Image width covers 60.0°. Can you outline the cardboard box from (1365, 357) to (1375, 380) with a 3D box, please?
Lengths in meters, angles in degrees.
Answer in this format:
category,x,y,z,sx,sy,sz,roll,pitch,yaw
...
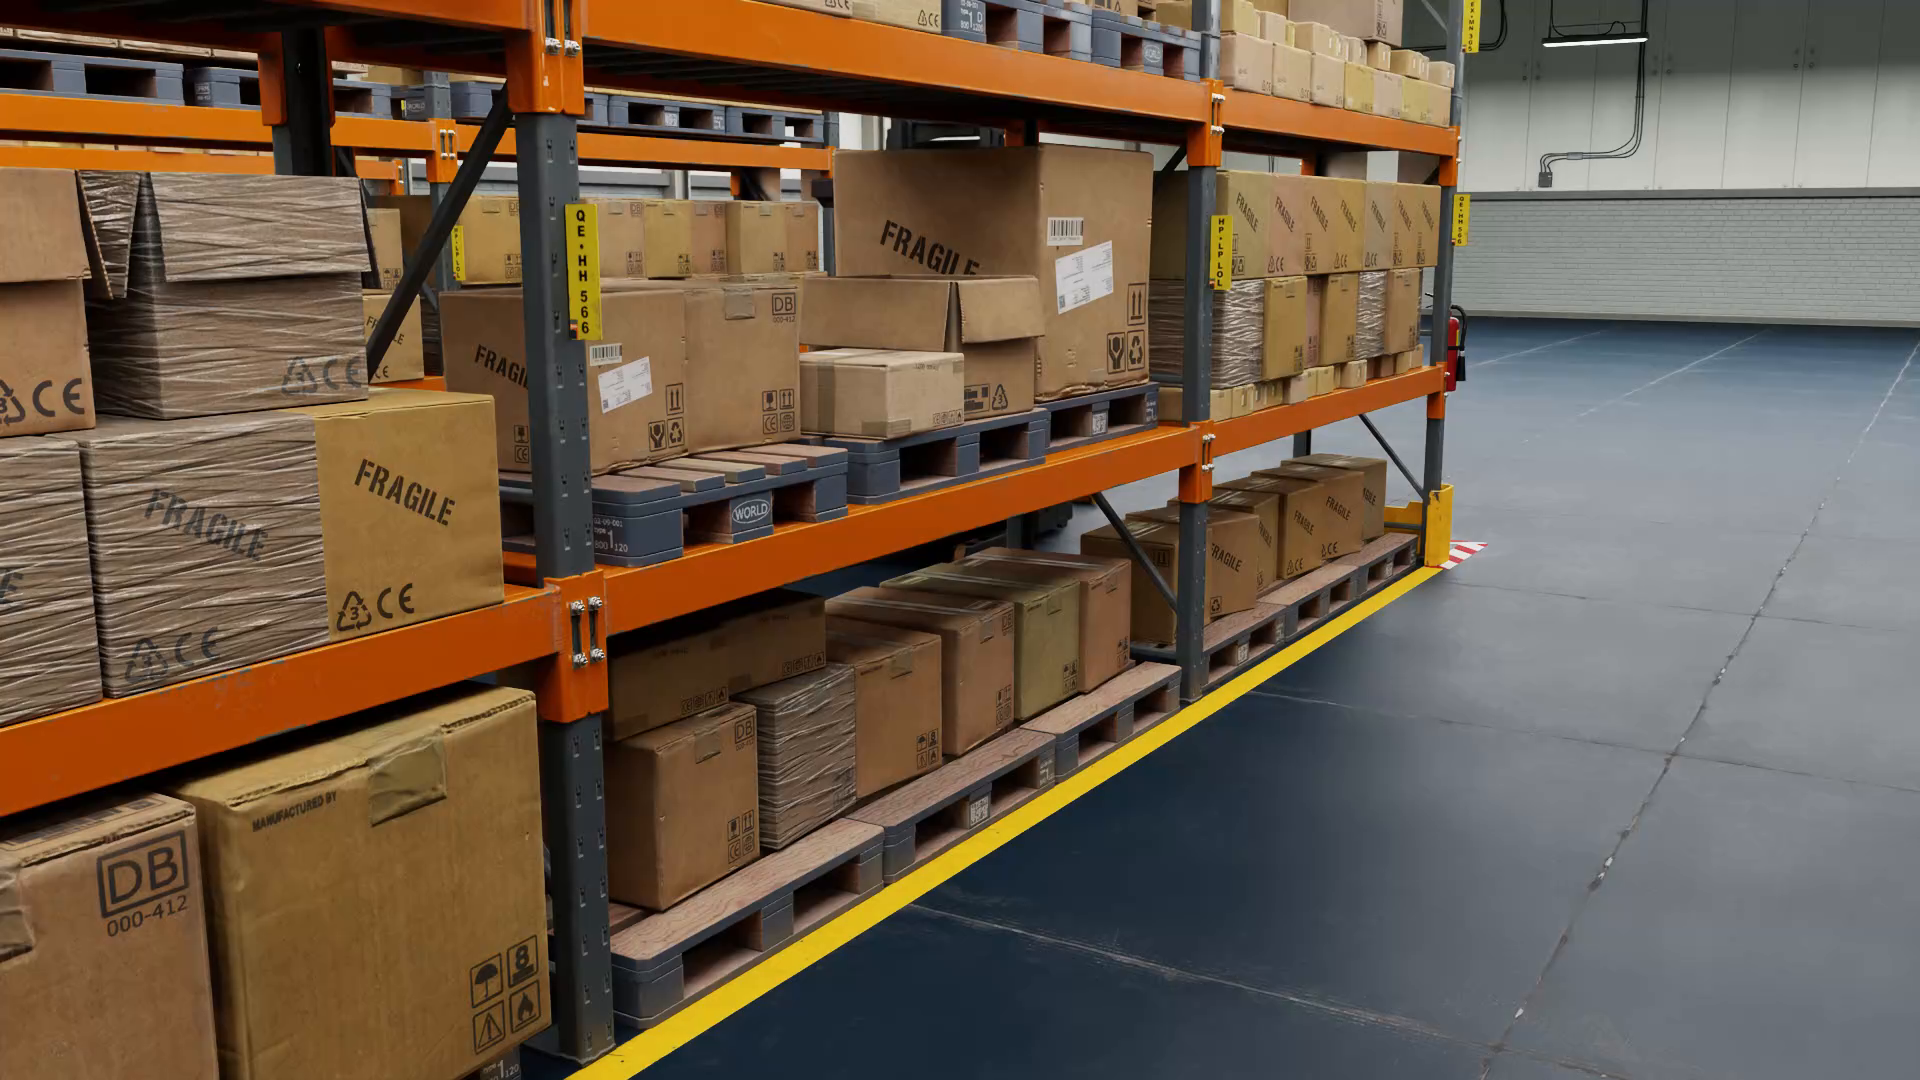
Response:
category,x,y,z,sx,sy,sz,roll,pitch,yaw
cardboard box,2.267,-1.047,9.991,0.380,0.149,0.250,6,12,31

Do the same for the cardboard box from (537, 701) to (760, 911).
category,x,y,z,sx,sy,sz,roll,pitch,yaw
cardboard box,-1.060,0.772,5.191,0.700,0.500,0.500,6,12,28

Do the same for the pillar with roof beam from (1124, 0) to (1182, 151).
category,x,y,z,sx,sy,sz,roll,pitch,yaw
pillar with roof beam,8.172,-10.044,41.065,9.100,9.000,0.548,6,12,31

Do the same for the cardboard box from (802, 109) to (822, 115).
category,x,y,z,sx,sy,sz,roll,pitch,yaw
cardboard box,-1.307,-3.403,13.013,0.380,0.149,0.250,6,12,31

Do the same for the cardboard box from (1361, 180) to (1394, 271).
category,x,y,z,sx,sy,sz,roll,pitch,yaw
cardboard box,2.172,-1.811,9.591,0.500,0.500,0.500,6,12,31

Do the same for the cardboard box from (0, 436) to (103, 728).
category,x,y,z,sx,sy,sz,roll,pitch,yaw
cardboard box,-1.966,0.079,3.025,0.500,0.500,0.500,6,12,29

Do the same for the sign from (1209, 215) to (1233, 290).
category,x,y,z,sx,sy,sz,roll,pitch,yaw
sign,1.162,-1.279,7.402,0.100,0.325,0.005,6,12,31

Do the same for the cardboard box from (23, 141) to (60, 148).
category,x,y,z,sx,sy,sz,roll,pitch,yaw
cardboard box,-7.226,-3.121,12.920,0.380,0.149,0.250,6,12,31

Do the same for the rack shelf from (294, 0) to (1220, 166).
category,x,y,z,sx,sy,sz,roll,pitch,yaw
rack shelf,-0.352,-1.569,5.899,1.077,0.370,4.000,6,12,31

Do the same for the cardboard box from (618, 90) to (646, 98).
category,x,y,z,sx,sy,sz,roll,pitch,yaw
cardboard box,-2.361,-3.084,11.308,0.380,0.149,0.250,6,12,31

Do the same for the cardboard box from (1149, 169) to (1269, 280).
category,x,y,z,sx,sy,sz,roll,pitch,yaw
cardboard box,1.137,-1.496,7.909,0.500,0.500,0.500,6,12,31

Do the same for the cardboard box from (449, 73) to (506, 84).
category,x,y,z,sx,sy,sz,roll,pitch,yaw
cardboard box,-3.021,-2.883,10.237,0.380,0.149,0.250,6,12,30

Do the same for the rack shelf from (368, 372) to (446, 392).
category,x,y,z,sx,sy,sz,roll,pitch,yaw
rack shelf,-4.539,-0.584,8.791,1.077,0.370,4.000,6,12,31

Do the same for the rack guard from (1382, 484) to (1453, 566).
category,x,y,z,sx,sy,sz,roll,pitch,yaw
rack guard,2.723,-0.151,11.316,1.175,0.500,0.348,6,12,31

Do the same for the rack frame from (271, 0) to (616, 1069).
category,x,y,z,sx,sy,sz,roll,pitch,yaw
rack frame,-1.391,-0.133,4.429,1.000,3.000,0.127,6,12,31

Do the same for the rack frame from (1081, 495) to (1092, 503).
category,x,y,z,sx,sy,sz,roll,pitch,yaw
rack frame,0.869,-1.063,13.470,0.500,1.500,0.032,5,12,27

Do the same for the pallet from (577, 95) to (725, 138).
category,x,y,z,sx,sy,sz,roll,pitch,yaw
pallet,-2.433,-3.002,11.840,1.003,0.211,1.213,6,12,31

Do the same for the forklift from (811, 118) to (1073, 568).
category,x,y,z,sx,sy,sz,roll,pitch,yaw
forklift,-0.286,-1.338,11.053,1.130,2.935,3.031,5,12,27

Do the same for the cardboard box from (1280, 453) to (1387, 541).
category,x,y,z,sx,sy,sz,roll,pitch,yaw
cardboard box,2.424,-0.273,10.825,0.500,0.500,0.500,9,14,41

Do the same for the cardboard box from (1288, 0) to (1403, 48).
category,x,y,z,sx,sy,sz,roll,pitch,yaw
cardboard box,2.174,-3.039,9.360,0.500,0.500,0.500,6,12,31

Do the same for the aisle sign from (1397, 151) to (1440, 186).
category,x,y,z,sx,sy,sz,roll,pitch,yaw
aisle sign,3.051,-2.650,10.809,0.394,0.787,0.004,6,12,31

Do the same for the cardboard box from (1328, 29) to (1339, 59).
category,x,y,z,sx,sy,sz,roll,pitch,yaw
cardboard box,1.763,-2.589,8.721,0.380,0.149,0.250,6,12,30

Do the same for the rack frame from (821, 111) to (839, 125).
category,x,y,z,sx,sy,sz,roll,pitch,yaw
rack frame,-1.424,-4.830,13.213,1.000,3.000,0.127,6,12,31

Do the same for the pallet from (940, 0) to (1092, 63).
category,x,y,z,sx,sy,sz,roll,pitch,yaw
pallet,-0.261,-1.894,6.193,1.213,0.211,1.003,6,12,31

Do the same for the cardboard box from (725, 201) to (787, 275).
category,x,y,z,sx,sy,sz,roll,pitch,yaw
cardboard box,-1.856,-2.336,12.851,0.875,0.550,0.550,6,12,31

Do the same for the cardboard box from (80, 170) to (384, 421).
category,x,y,z,sx,sy,sz,roll,pitch,yaw
cardboard box,-1.784,-0.562,3.721,0.797,0.503,0.637,7,13,33

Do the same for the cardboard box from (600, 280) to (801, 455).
category,x,y,z,sx,sy,sz,roll,pitch,yaw
cardboard box,-0.940,-0.575,5.375,0.700,0.500,0.500,9,14,39

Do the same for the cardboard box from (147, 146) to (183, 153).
category,x,y,z,sx,sy,sz,roll,pitch,yaw
cardboard box,-6.668,-3.280,13.768,0.380,0.149,0.250,6,12,30

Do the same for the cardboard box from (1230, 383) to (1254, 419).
category,x,y,z,sx,sy,sz,roll,pitch,yaw
cardboard box,1.196,-0.682,8.043,0.380,0.149,0.250,6,12,31

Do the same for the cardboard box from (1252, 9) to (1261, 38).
category,x,y,z,sx,sy,sz,roll,pitch,yaw
cardboard box,1.198,-2.429,7.864,0.380,0.149,0.250,6,12,28

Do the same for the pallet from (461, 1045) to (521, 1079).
category,x,y,z,sx,sy,sz,roll,pitch,yaw
pallet,-1.864,1.354,4.062,1.003,0.211,1.213,6,12,31

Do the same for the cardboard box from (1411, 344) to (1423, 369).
category,x,y,z,sx,sy,sz,roll,pitch,yaw
cardboard box,2.791,-1.203,10.828,0.380,0.149,0.250,6,12,31

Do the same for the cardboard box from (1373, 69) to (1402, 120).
category,x,y,z,sx,sy,sz,roll,pitch,yaw
cardboard box,2.200,-2.533,9.505,0.500,0.250,0.500,7,13,32

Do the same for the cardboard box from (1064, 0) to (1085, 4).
category,x,y,z,sx,sy,sz,roll,pitch,yaw
cardboard box,0.284,-2.220,6.646,0.396,0.266,0.258,7,13,33

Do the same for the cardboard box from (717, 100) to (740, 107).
category,x,y,z,sx,sy,sz,roll,pitch,yaw
cardboard box,-1.835,-3.243,12.157,0.380,0.149,0.250,6,12,30

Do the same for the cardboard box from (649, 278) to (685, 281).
category,x,y,z,sx,sy,sz,roll,pitch,yaw
cardboard box,-2.482,-1.640,12.071,0.875,0.550,0.500,6,12,31

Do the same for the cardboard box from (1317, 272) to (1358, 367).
category,x,y,z,sx,sy,sz,roll,pitch,yaw
cardboard box,1.731,-1.261,9.372,0.875,0.500,0.500,6,12,31

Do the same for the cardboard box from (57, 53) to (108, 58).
category,x,y,z,sx,sy,sz,roll,pitch,yaw
cardboard box,-4.653,-2.642,8.630,0.396,0.266,0.258,6,12,31

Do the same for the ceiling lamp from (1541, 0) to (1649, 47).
category,x,y,z,sx,sy,sz,roll,pitch,yaw
ceiling lamp,12.862,-11.557,33.284,2.000,3.185,0.800,6,12,31

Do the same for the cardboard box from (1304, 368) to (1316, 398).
category,x,y,z,sx,sy,sz,roll,pitch,yaw
cardboard box,1.683,-0.843,8.902,0.380,0.149,0.250,6,12,31

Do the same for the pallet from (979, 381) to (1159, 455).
category,x,y,z,sx,sy,sz,roll,pitch,yaw
pallet,0.165,-0.562,7.239,1.003,0.211,1.213,6,12,31

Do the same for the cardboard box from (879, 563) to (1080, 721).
category,x,y,z,sx,sy,sz,roll,pitch,yaw
cardboard box,0.085,0.418,7.083,0.700,0.500,0.500,6,12,30

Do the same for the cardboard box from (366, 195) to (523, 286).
category,x,y,z,sx,sy,sz,roll,pitch,yaw
cardboard box,-3.280,-1.911,10.584,0.875,0.550,0.550,6,12,31

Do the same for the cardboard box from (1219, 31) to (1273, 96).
category,x,y,z,sx,sy,sz,roll,pitch,yaw
cardboard box,1.139,-2.209,7.774,0.500,0.250,0.500,6,12,28

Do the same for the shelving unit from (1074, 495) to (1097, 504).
category,x,y,z,sx,sy,sz,roll,pitch,yaw
shelving unit,0.634,-0.978,13.017,0.587,1.500,1.083,5,12,27

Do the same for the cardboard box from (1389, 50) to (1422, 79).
category,x,y,z,sx,sy,sz,roll,pitch,yaw
cardboard box,2.492,-2.790,9.790,0.380,0.149,0.250,6,12,31

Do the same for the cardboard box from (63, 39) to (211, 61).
category,x,y,z,sx,sy,sz,roll,pitch,yaw
cardboard box,-4.223,-2.642,8.505,0.500,0.311,0.500,6,12,29

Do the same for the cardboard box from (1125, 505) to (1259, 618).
category,x,y,z,sx,sy,sz,roll,pitch,yaw
cardboard box,1.219,0.110,8.781,0.500,0.500,0.500,-9,14,-39

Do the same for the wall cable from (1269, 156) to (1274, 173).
category,x,y,z,sx,sy,sz,roll,pitch,yaw
wall cable,7.152,-9.266,45.347,3.097,2.526,0.112,6,12,31

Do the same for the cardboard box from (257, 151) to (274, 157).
category,x,y,z,sx,sy,sz,roll,pitch,yaw
cardboard box,-6.199,-3.448,14.667,0.380,0.149,0.250,6,12,30
